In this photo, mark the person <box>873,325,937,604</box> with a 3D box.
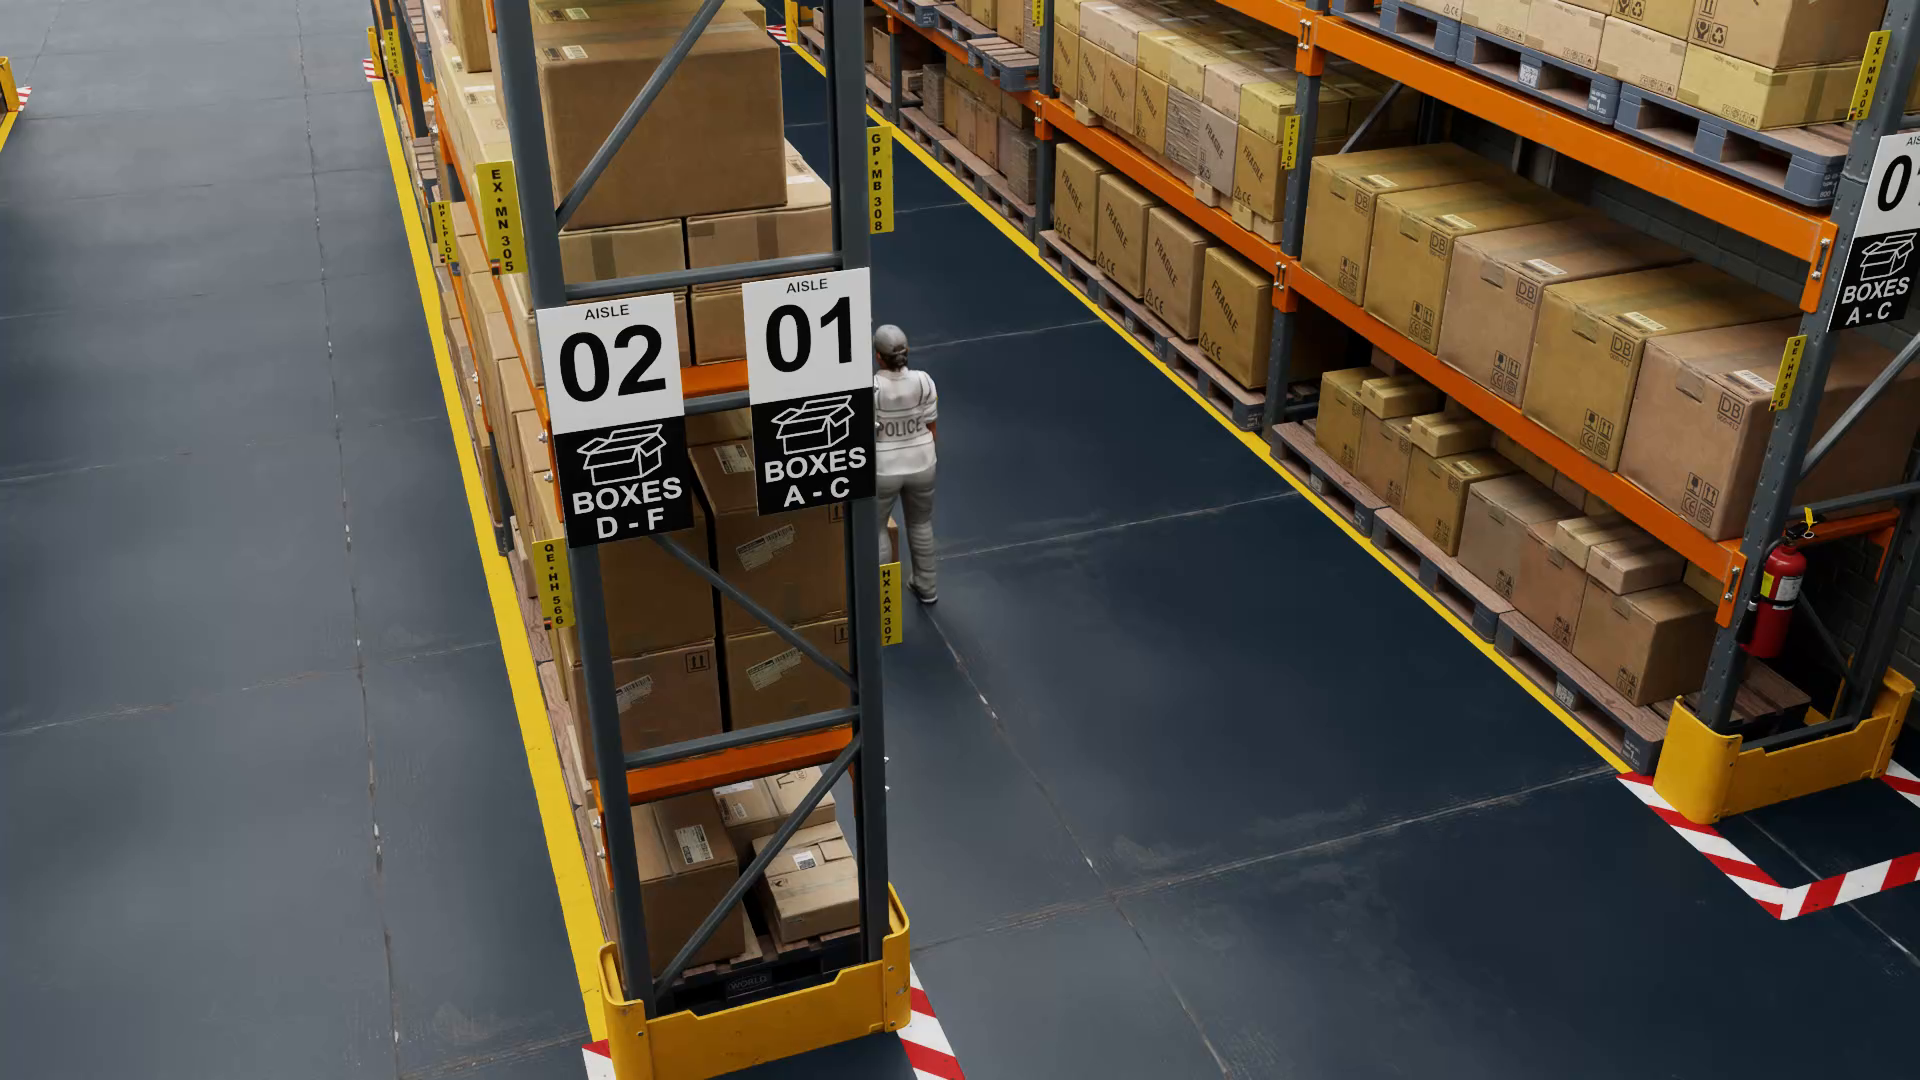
[{"bbox_3d":[-0.362,-0.382,9.021,0.469,1.674,0.390,-10,32,-17],"label":"person"}]
